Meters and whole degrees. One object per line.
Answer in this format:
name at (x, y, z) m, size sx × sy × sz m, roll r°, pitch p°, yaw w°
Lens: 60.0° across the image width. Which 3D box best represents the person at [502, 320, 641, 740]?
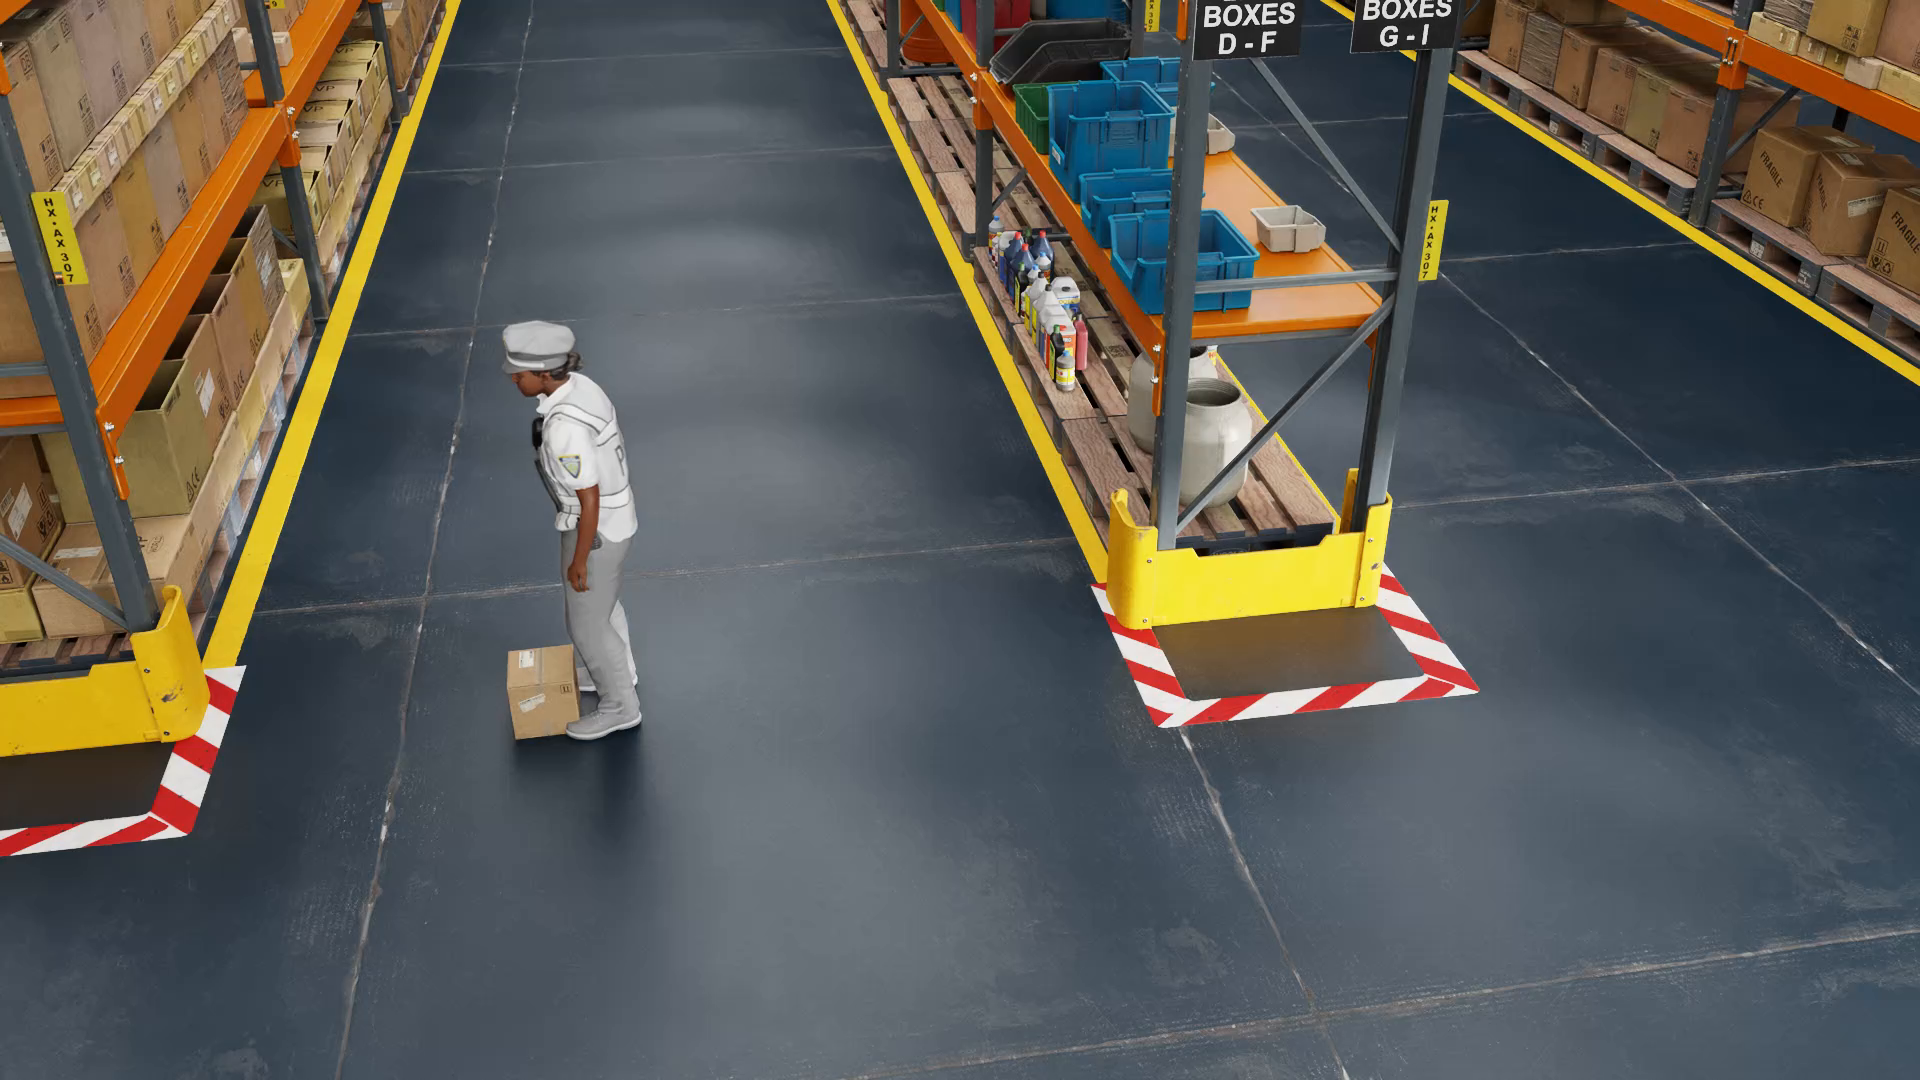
person at (-1.402, -0.036, 6.195) m, size 0.400 × 1.657 × 0.515 m, roll -6°, pitch 31°, yaw -9°
